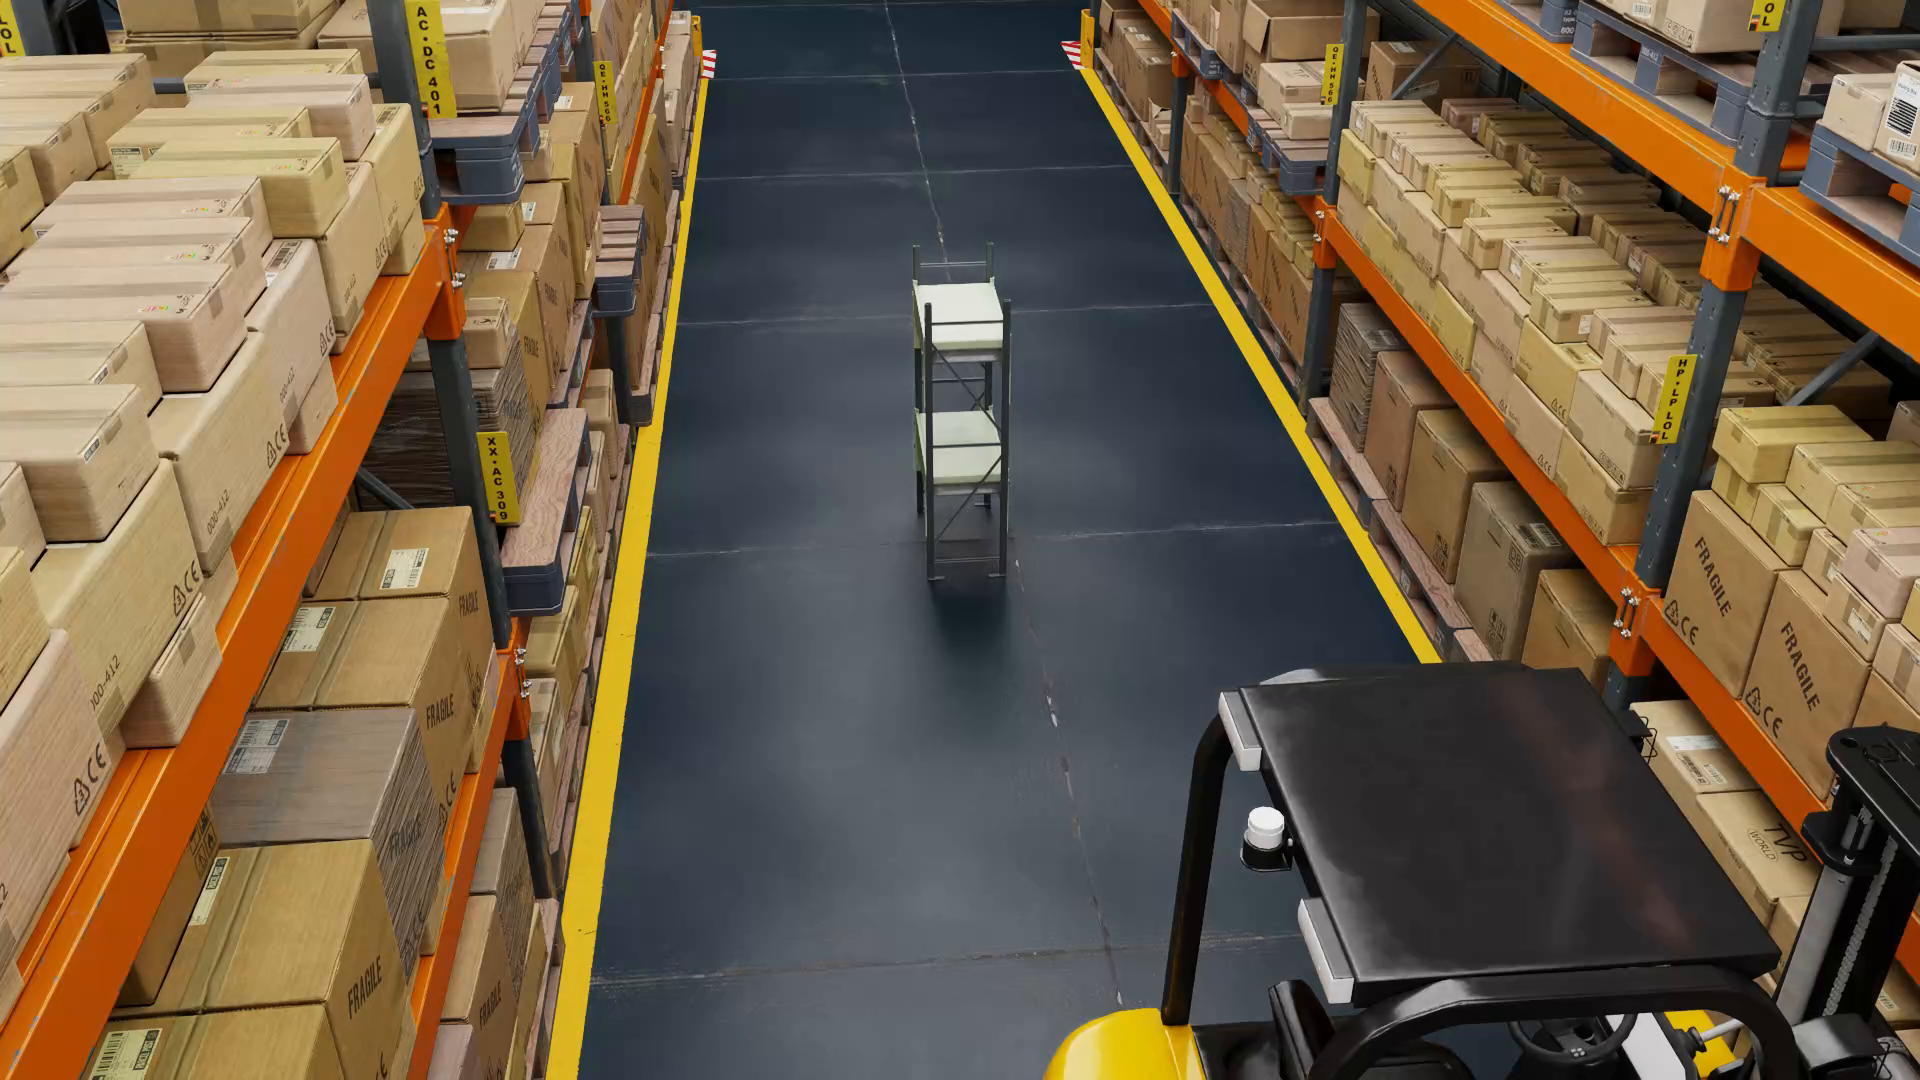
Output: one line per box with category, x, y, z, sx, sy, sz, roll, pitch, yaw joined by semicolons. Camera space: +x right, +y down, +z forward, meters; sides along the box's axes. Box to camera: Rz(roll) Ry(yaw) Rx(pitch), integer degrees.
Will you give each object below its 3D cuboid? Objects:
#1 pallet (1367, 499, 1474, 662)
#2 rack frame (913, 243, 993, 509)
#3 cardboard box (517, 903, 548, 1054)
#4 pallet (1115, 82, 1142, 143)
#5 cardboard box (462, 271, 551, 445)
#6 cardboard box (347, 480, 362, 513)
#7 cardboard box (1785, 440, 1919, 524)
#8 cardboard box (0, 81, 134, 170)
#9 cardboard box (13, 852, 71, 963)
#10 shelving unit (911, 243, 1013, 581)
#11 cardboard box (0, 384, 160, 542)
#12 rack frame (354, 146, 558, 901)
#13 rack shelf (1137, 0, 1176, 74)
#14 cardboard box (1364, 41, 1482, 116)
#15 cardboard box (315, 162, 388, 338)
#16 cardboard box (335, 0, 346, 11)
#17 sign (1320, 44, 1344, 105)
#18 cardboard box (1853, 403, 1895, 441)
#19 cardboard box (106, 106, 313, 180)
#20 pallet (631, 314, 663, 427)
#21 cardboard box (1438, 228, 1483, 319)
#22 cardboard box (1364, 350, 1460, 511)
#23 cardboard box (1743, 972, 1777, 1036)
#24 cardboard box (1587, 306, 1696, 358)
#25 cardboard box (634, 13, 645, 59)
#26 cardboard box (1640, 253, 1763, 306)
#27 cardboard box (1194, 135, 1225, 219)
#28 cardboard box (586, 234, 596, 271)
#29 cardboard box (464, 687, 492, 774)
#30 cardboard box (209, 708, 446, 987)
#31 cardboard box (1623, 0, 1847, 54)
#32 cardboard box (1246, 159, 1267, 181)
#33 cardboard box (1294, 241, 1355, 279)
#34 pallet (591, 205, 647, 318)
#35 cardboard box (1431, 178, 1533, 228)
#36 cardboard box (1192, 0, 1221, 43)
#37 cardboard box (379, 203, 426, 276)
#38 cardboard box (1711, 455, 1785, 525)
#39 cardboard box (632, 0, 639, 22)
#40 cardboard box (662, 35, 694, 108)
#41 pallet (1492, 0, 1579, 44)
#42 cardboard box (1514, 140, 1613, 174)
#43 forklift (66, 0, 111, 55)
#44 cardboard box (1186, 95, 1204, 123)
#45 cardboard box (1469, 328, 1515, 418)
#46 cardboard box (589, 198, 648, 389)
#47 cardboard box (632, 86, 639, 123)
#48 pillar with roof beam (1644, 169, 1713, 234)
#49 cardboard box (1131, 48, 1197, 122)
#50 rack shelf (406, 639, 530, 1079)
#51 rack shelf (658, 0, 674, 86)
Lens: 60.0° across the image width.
pallet;2.700;0.162;8.272;1.003;0.211;1.213;-3;31;-5
rack frame;-0.034;-0.827;8.673;0.400;1.500;0.023;-3;31;-5
cardboard box;-1.694;1.493;5.598;0.500;0.250;0.500;-1;31;-2
pallet;1.997;-3.898;15.071;1.003;0.211;1.213;-3;31;-5
cardboard box;-1.822;-0.656;6.126;0.500;0.500;0.500;-3;31;-4
cardboard box;-2.288;-0.372;5.651;0.500;0.500;0.500;-3;31;-6
cardboard box;2.792;-0.180;5.106;0.380;0.149;0.250;-2;31;-4
cardboard box;-2.259;-1.011;4.059;0.380;0.149;0.250;-2;31;-3
cardboard box;-1.502;0.489;2.326;0.380;0.149;0.250;-3;31;-5
shelving unit;0.001;-0.640;8.360;0.431;1.500;0.755;-3;31;-5
cardboard box;-1.485;-0.117;2.563;0.380;0.149;0.250;-2;31;-3
rack frame;-2.016;0.204;5.484;1.000;3.000;0.127;-3;31;-5
rack shelf;1.991;-4.833;14.617;1.077;0.370;4.000;-3;31;-5
cardboard box;2.659;-2.572;9.624;0.500;0.500;0.500;-1;31;-2
cardboard box;-1.659;-0.677;3.889;0.500;0.250;0.500;-3;31;-5
cardboard box;-2.257;-1.750;5.566;0.500;0.250;0.500;-2;31;-4
sign;2.012;-2.511;8.976;0.100;0.325;0.005;-3;31;-5
cardboard box;3.133;-0.458;6.250;0.500;0.250;0.500;-3;31;-5
cardboard box;-1.734;-0.901;3.876;0.380;0.149;0.250;-2;31;-3
pallet;-2.389;-1.048;10.298;1.003;0.211;1.213;-3;31;-5
cardboard box;2.499;-1.207;7.504;0.500;0.250;0.500;-2;31;-4
cardboard box;2.665;-0.587;8.714;0.875;0.625;0.625;-2;31;-3
cardboard box;2.748;1.525;5.055;0.500;0.250;0.500;-3;31;-5
cardboard box;2.660;-0.780;6.400;0.380;0.149;0.250;-3;31;-5
cardboard box;-2.372;-3.299;11.006;0.500;0.250;0.500;-2;31;-3
cardboard box;3.068;-1.072;6.890;0.380;0.149;0.250;-3;31;-5
cardboard box;2.058;-2.699;12.371;0.500;0.500;0.500;-3;31;-5
cardboard box;-1.944;-1.366;7.948;0.380;0.149;0.250;-4;31;-7
cardboard box;-1.653;0.588;5.086;0.380;0.149;0.250;-2;31;-3
cardboard box;-1.619;0.775;4.140;0.500;0.500;0.500;-2;31;-3
cardboard box;2.615;-1.867;5.605;0.500;0.311;0.500;-4;31;-6
cardboard box;2.185;-2.510;11.423;0.380;0.149;0.250;-3;31;-4
cardboard box;2.253;-1.704;10.073;0.380;0.149;0.250;-4;31;-7
pallet;-2.217;-1.398;8.352;1.213;0.211;1.003;-3;31;-5
cardboard box;2.419;-1.564;7.714;0.380;0.149;0.250;-2;31;-4
cardboard box;2.049;-3.822;11.716;0.700;0.500;0.500;-2;31;-4
cardboard box;-1.683;-0.830;4.534;0.380;0.149;0.250;-3;31;-4
cardboard box;2.693;-0.182;5.400;0.380;0.149;0.250;-3;31;-5
cardboard box;-2.389;-3.613;10.802;0.500;0.500;0.500;-2;31;-3
cardboard box;-2.882;-4.204;14.953;0.875;0.438;0.875;-2;31;-3
pallet;2.811;-2.372;7.055;1.003;0.211;1.213;-1;31;-2
cardboard box;2.975;-1.858;8.205;0.380;0.149;0.250;-3;31;-6
forklift;-5.006;-1.725;8.780;1.130;2.935;3.031;-2;31;-3
cardboard box;1.946;-3.310;12.762;0.380;0.149;0.250;-1;31;-2
cardboard box;2.549;-0.728;7.190;0.500;0.250;0.500;-3;31;-4
cardboard box;-2.372;-1.463;9.937;0.875;0.875;0.875;-3;31;-5
cardboard box;-2.344;-2.817;10.688;0.500;0.250;0.500;-3;31;-5
pillar with roof beam;-0.715;-3.825;6.379;9.100;9.000;0.400;-3;31;-5
cardboard box;1.905;-3.985;14.524;0.700;0.500;0.500;-4;31;-6
rack shelf;-1.830;1.534;3.959;1.077;0.370;4.000;-3;31;-5
rack shelf;-2.951;-4.593;14.216;1.077;0.370;4.000;-3;31;-5
